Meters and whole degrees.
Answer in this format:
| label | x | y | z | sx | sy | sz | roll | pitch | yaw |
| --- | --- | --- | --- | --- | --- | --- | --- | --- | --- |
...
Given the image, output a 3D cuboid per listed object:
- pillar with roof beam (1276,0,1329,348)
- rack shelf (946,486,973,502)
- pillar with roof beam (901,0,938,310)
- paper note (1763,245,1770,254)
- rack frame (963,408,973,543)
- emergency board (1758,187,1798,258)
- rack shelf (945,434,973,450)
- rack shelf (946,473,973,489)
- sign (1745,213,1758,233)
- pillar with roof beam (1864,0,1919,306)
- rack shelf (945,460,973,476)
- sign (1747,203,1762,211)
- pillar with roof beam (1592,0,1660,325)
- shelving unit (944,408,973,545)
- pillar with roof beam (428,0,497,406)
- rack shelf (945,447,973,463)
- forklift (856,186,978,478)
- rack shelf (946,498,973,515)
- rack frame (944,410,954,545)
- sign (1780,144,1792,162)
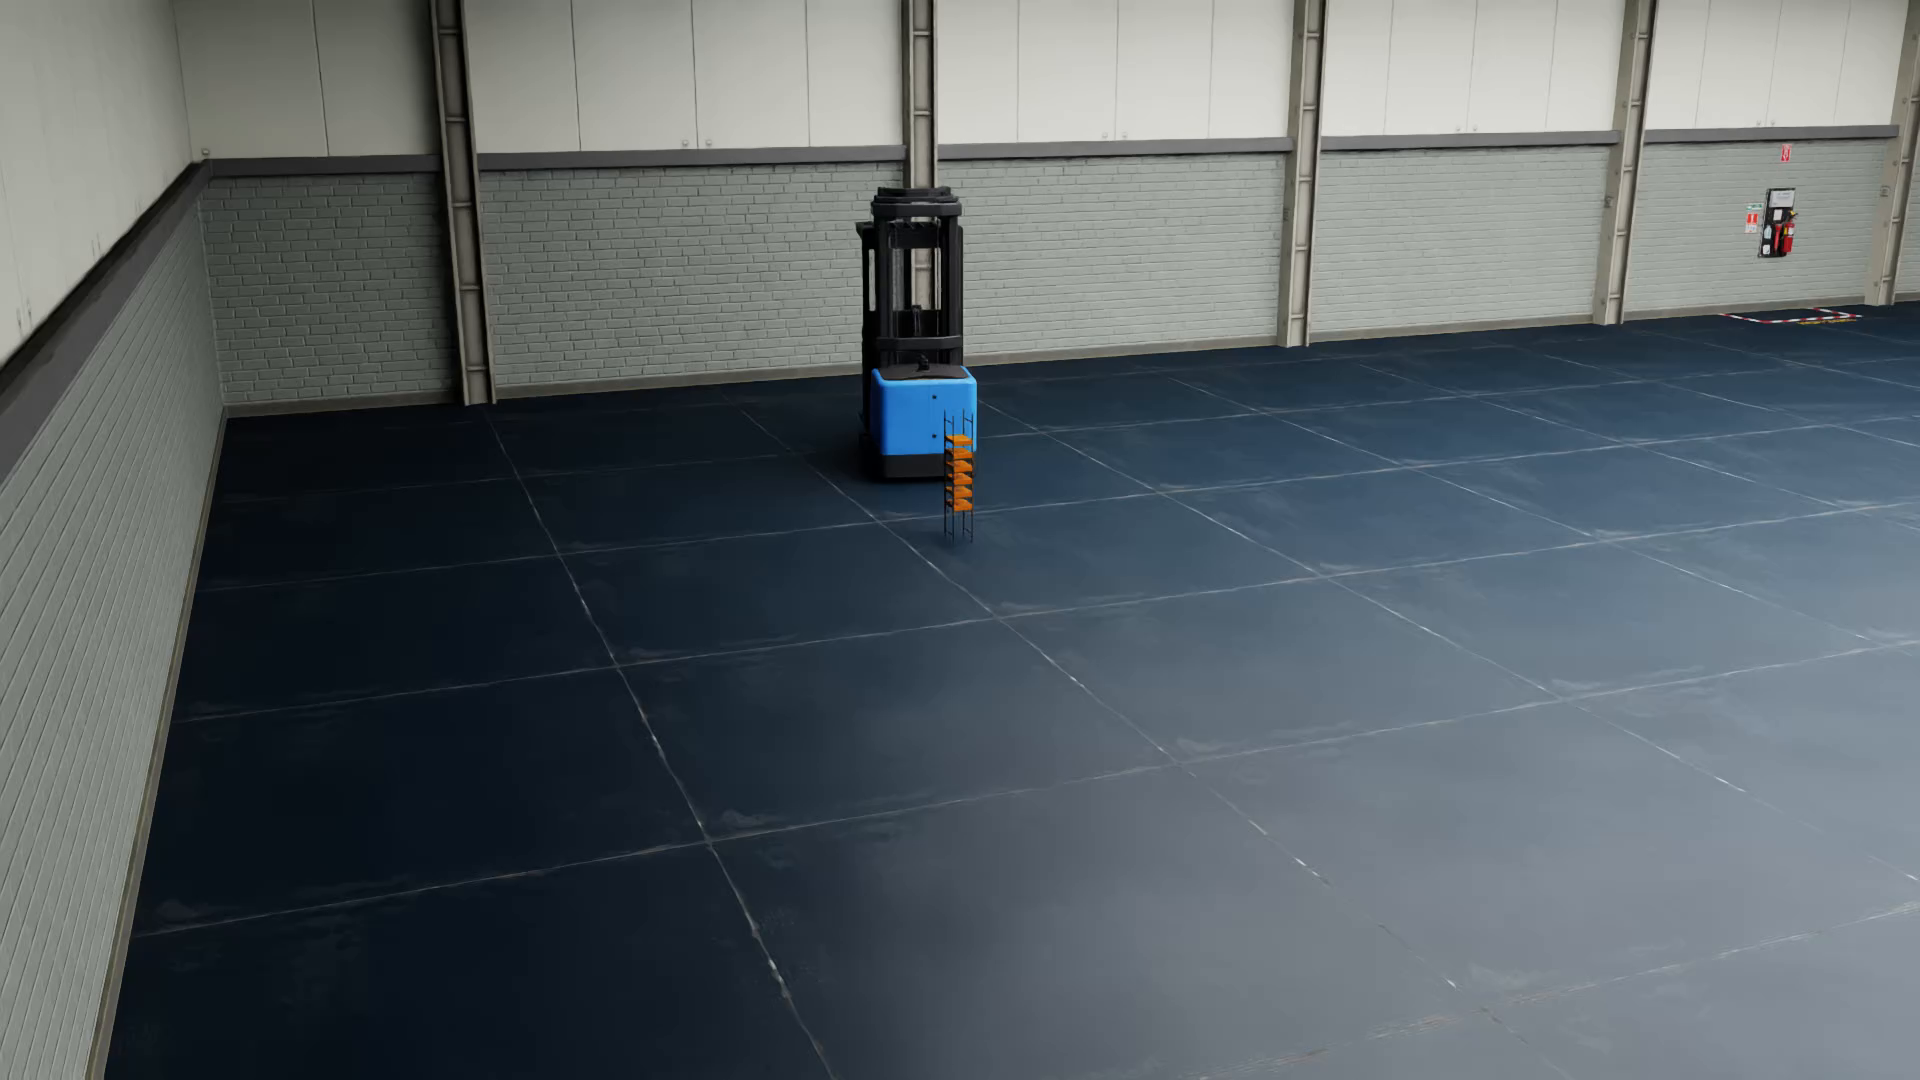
| label | x | y | z | sx | sy | sz | roll | pitch | yaw |
| --- | --- | --- | --- | --- | --- | --- | --- | --- | --- |
| pillar with roof beam | 6.607 | -6.153 | 20.231 | 0.400 | 9.000 | 9.100 | -6 | 17 | -20 |
| rack shelf | -0.014 | -0.416 | 15.122 | 0.180 | 0.103 | 0.258 | -6 | 17 | -20 |
| pillar with roof beam | 1.004 | -5.548 | 18.171 | 0.400 | 9.000 | 9.100 | -6 | 17 | -20 |
| paper note | 13.761 | -4.955 | 28.364 | 0.142 | 0.148 | 0.016 | -6 | 17 | -20 |
| rack frame | 0.072 | -0.583 | 15.107 | 0.006 | 1.200 | 0.240 | -6 | 17 | -20 |
| emergency board | 13.951 | -5.378 | 28.239 | 0.643 | 1.169 | 0.194 | -6 | 17 | -20 |
| rack shelf | -0.014 | -0.877 | 14.987 | 0.180 | 0.103 | 0.258 | -6 | 17 | -20 |
| rack shelf | -0.014 | -0.532 | 15.088 | 0.180 | 0.103 | 0.258 | -6 | 17 | -20 |
| sign | 13.398 | -5.366 | 28.137 | 0.234 | 0.329 | 0.001 | -6 | 17 | -20 |
| pillar with roof beam | 17.813 | -7.363 | 24.351 | 0.400 | 9.000 | 9.100 | -6 | 17 | -20 |
| rack shelf | -0.014 | -0.647 | 15.055 | 0.180 | 0.103 | 0.258 | -6 | 17 | -20 |
| sign | 13.405 | -5.619 | 28.055 | 0.331 | 0.109 | 0.001 | -6 | 17 | -20 |
| pillar with roof beam | 12.210 | -6.758 | 22.291 | 0.400 | 9.000 | 9.100 | -6 | 17 | -20 |
| shelving unit | -0.014 | -0.574 | 15.076 | 0.189 | 1.200 | 0.258 | -6 | 17 | -20 |
| pillar with roof beam | -4.598 | -4.943 | 16.111 | 0.400 | 9.000 | 9.100 | -6 | 17 | -20 |
| rack shelf | -0.014 | -0.762 | 15.021 | 0.180 | 0.103 | 0.258 | -6 | 17 | -20 |
| forklift | -0.545 | -2.418 | 18.281 | 1.130 | 2.935 | 3.031 | -2 | 17 | -8 |
| rack shelf | -0.014 | -0.301 | 15.156 | 0.180 | 0.103 | 0.258 | -6 | 17 | -20 |
| rack frame | -0.099 | -0.565 | 15.045 | 0.006 | 1.200 | 0.240 | -6 | 17 | -20 |
| sign | 13.908 | -6.515 | 27.999 | 0.199 | 0.298 | 0.001 | -6 | 17 | -20 |
